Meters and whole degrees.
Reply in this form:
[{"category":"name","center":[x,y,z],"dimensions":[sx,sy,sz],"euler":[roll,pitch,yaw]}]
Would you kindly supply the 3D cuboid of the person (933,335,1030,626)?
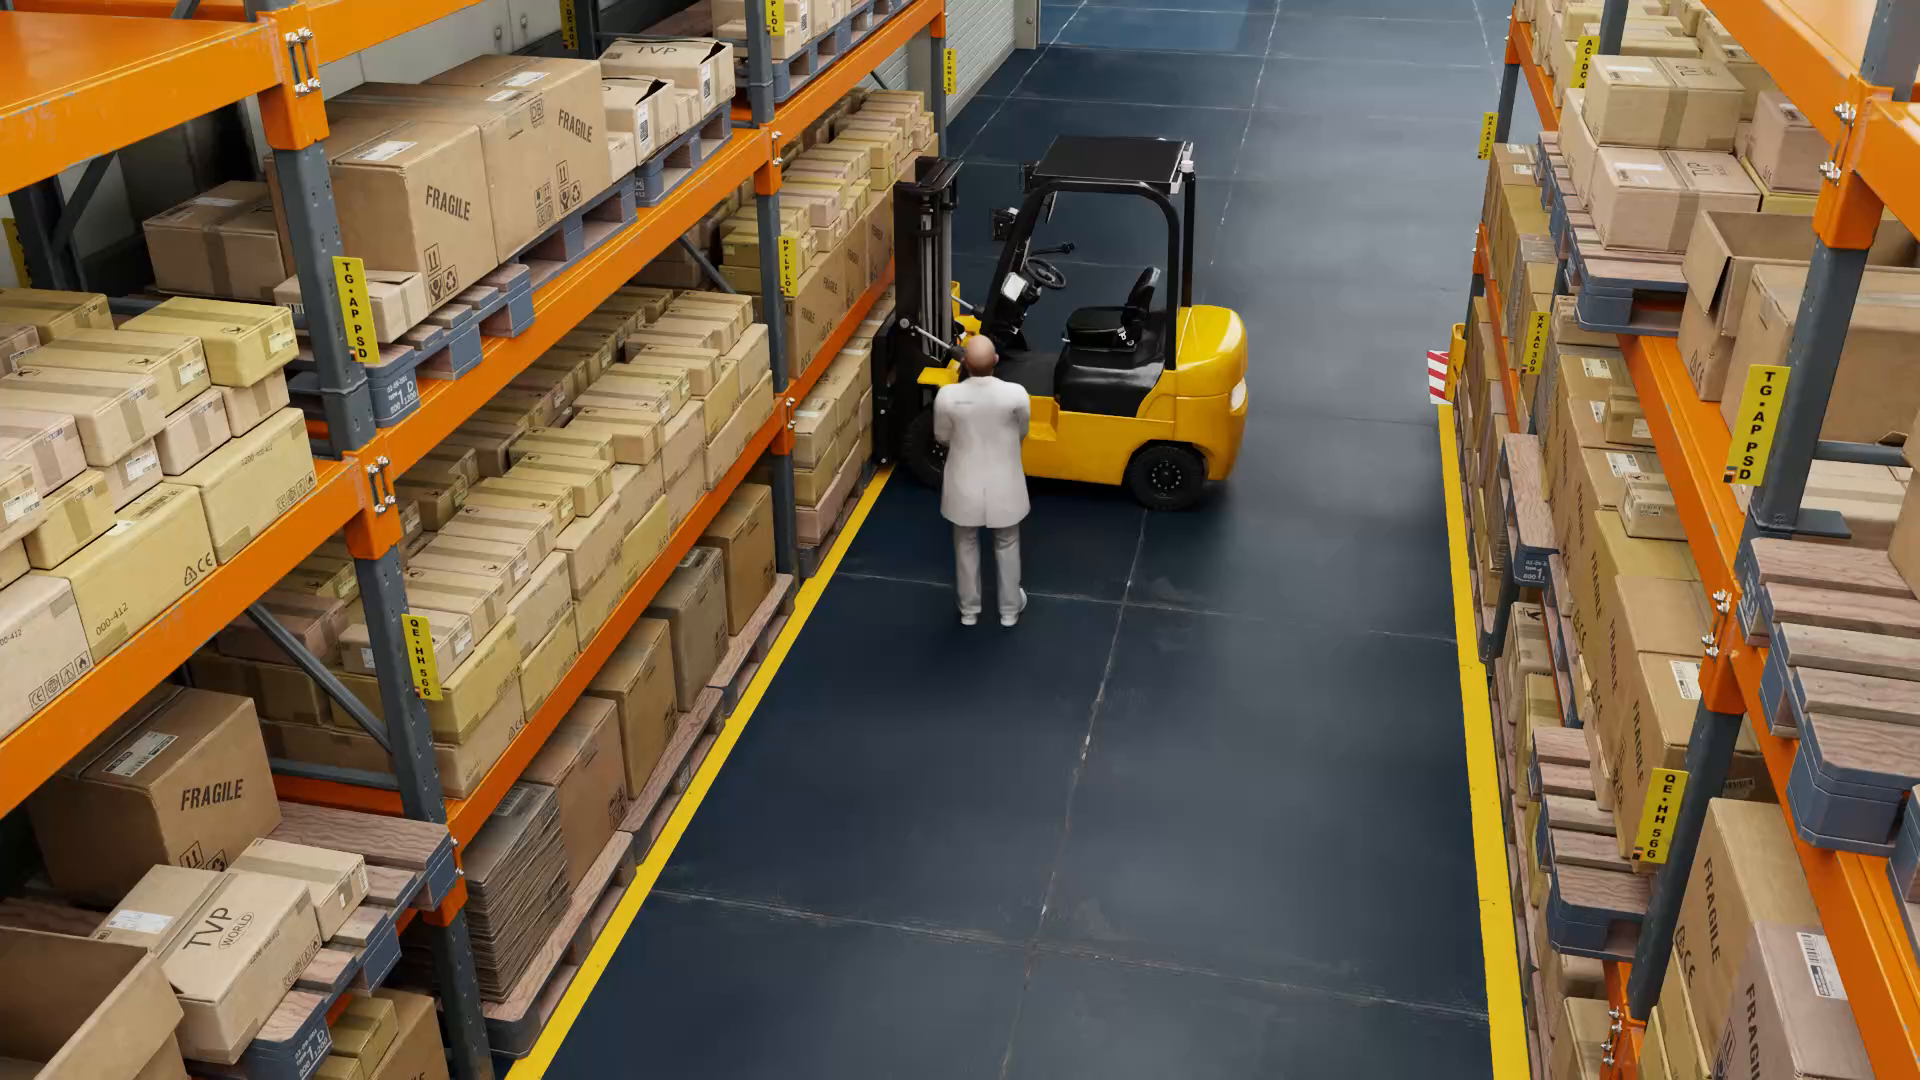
[{"category":"person","center":[0.126,-0.368,9.316],"dimensions":[0.543,1.779,0.550],"euler":[0,28,0]}]
